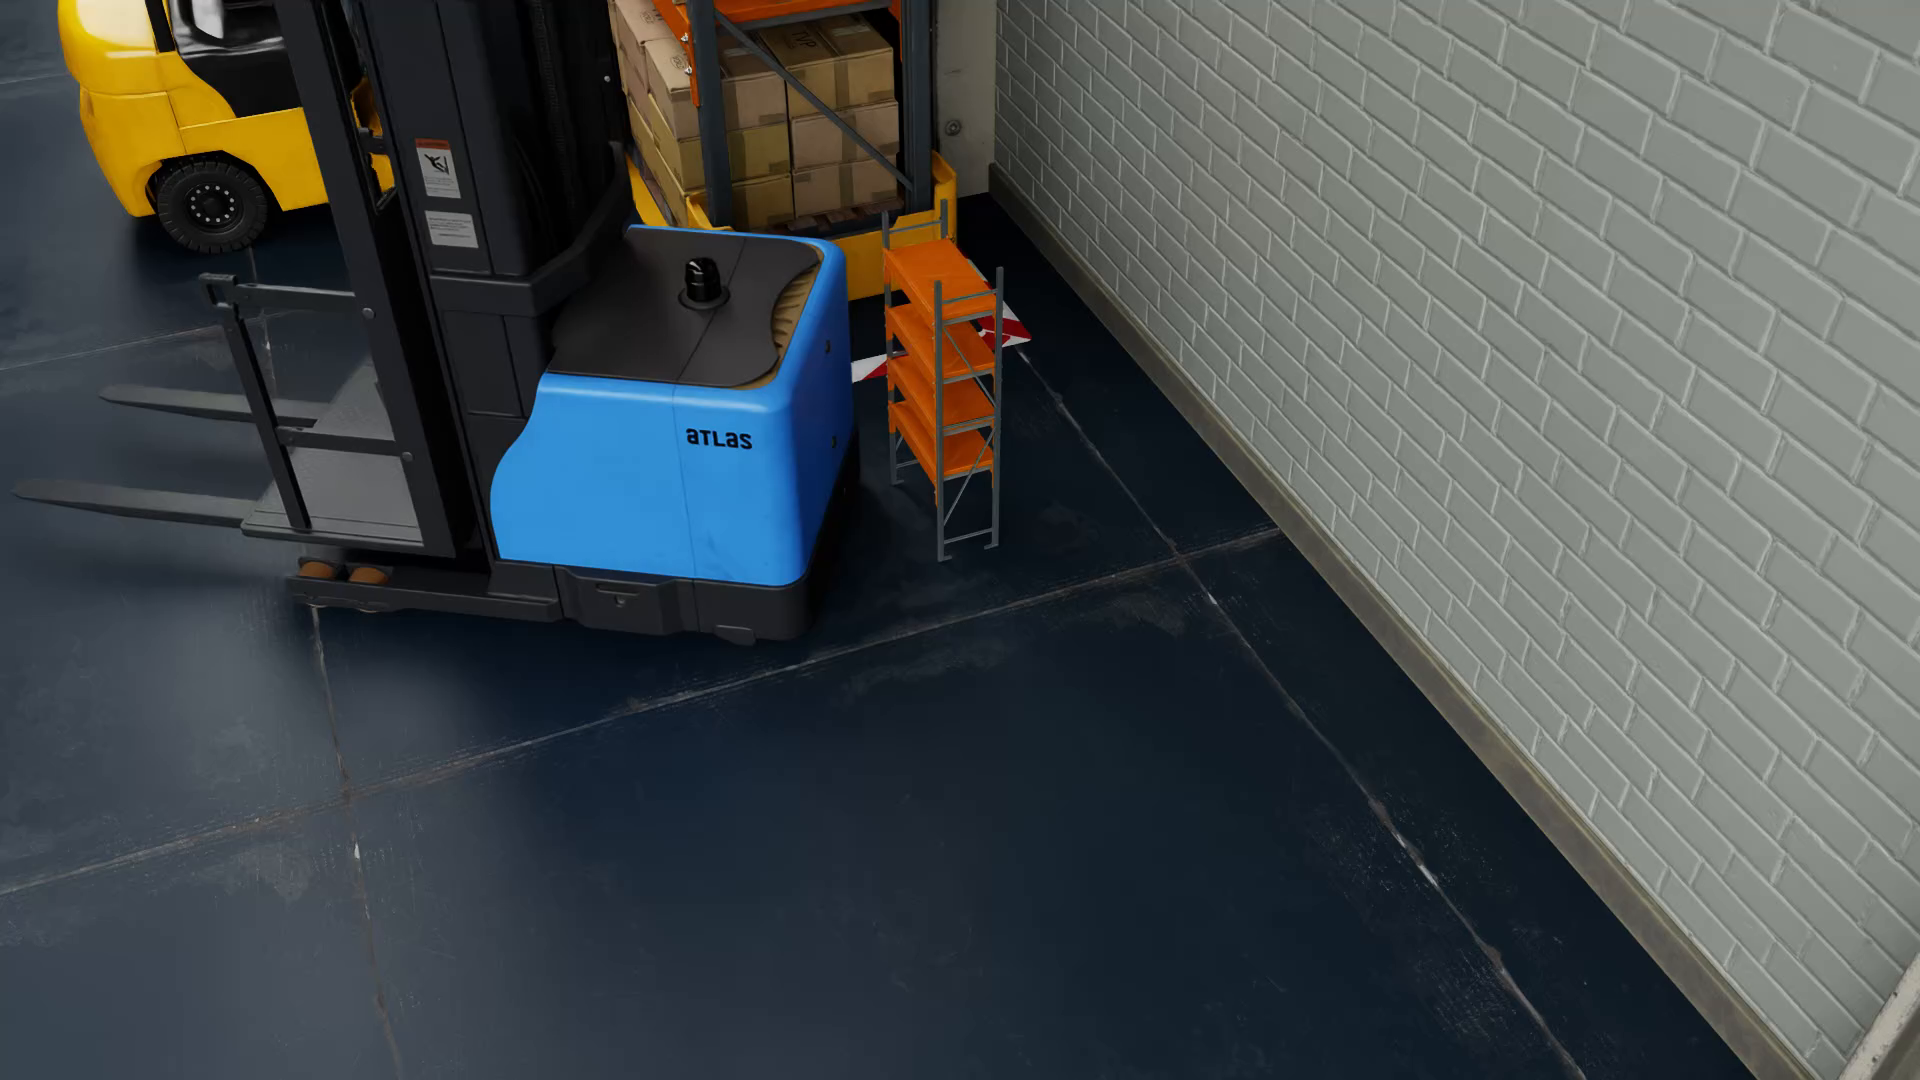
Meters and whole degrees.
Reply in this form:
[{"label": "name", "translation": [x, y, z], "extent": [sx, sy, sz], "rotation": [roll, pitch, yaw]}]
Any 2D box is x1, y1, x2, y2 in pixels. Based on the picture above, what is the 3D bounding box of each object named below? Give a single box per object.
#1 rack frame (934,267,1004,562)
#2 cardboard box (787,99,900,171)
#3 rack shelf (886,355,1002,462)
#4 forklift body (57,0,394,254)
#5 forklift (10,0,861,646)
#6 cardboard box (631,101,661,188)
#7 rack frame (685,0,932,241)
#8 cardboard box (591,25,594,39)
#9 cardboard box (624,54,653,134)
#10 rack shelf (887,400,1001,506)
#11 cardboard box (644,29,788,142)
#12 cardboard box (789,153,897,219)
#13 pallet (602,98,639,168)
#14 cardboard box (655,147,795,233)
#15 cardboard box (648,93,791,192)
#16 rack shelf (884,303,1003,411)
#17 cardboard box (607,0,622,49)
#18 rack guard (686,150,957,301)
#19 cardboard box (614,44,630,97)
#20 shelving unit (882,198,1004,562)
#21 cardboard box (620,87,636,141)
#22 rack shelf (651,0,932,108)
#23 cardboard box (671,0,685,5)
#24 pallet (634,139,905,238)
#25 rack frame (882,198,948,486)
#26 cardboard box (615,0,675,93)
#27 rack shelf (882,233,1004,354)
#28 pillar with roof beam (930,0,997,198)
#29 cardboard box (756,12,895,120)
[{"label": "rack frame", "translation": [0.030, -0.408, 5.804], "extent": [0.240, 1.200, 0.015], "rotation": [-15, 43, -17]}, {"label": "cardboard box", "translation": [-0.597, -1.957, 7.628], "extent": [0.500, 0.250, 0.500], "rotation": [-14, 43, -16]}, {"label": "rack shelf", "translation": [-0.063, -0.504, 6.019], "extent": [0.258, 0.148, 0.480], "rotation": [-15, 43, -17]}, {"label": "forklift body", "translation": [-3.020, -2.681, 7.718], "extent": [2.313, 2.155, 1.214], "rotation": [-15, 43, -17]}, {"label": "forklift", "translation": [-1.947, -1.185, 5.380], "extent": [3.031, 2.935, 1.130], "rotation": [6, 41, 6]}, {"label": "cardboard box", "translation": [-1.262, -1.938, 7.990], "extent": [0.500, 0.250, 0.500], "rotation": [-15, 43, -17]}, {"label": "rack frame", "translation": [-0.609, -2.315, 6.642], "extent": [1.000, 3.000, 0.127], "rotation": [-15, 43, -17]}, {"label": "cardboard box", "translation": [-1.671, -2.750, 8.550], "extent": [0.500, 0.250, 0.500], "rotation": [-15, 43, -17]}, {"label": "cardboard box", "translation": [-1.266, -2.142, 7.843], "extent": [0.500, 0.250, 0.500], "rotation": [-16, 43, -17]}, {"label": "rack shelf", "translation": [-0.063, -0.353, 6.148], "extent": [0.258, 0.148, 0.480], "rotation": [-15, 43, -17]}, {"label": "cardboard box", "translation": [-1.073, -2.011, 7.308], "extent": [0.500, 0.250, 0.500], "rotation": [-14, 43, -15]}, {"label": "cardboard box", "translation": [-0.616, -1.777, 7.802], "extent": [0.500, 0.250, 0.500], "rotation": [-15, 43, -17]}, {"label": "pallet", "translation": [-1.403, -2.442, 8.928], "extent": [1.003, 0.211, 1.213], "rotation": [-15, 43, -17]}, {"label": "cardboard box", "translation": [-1.081, -1.636, 7.639], "extent": [0.500, 0.250, 0.500], "rotation": [-15, 43, -17]}, {"label": "cardboard box", "translation": [-1.084, -1.837, 7.489], "extent": [0.500, 0.250, 0.500], "rotation": [-16, 43, -17]}, {"label": "rack shelf", "translation": [-0.063, -0.673, 5.873], "extent": [0.258, 0.148, 0.480], "rotation": [-15, 43, -17]}, {"label": "cardboard box", "translation": [-1.476, -2.618, 8.014], "extent": [0.500, 0.250, 0.500], "rotation": [-15, 43, -16]}, {"label": "rack guard", "translation": [-0.600, -1.353, 7.440], "extent": [1.175, 0.500, 0.348], "rotation": [-15, 43, -17]}, {"label": "cardboard box", "translation": [-1.483, -2.447, 8.199], "extent": [0.500, 0.250, 0.500], "rotation": [-16, 43, -18]}, {"label": "shelving unit", "translation": [-0.063, -0.555, 5.975], "extent": [0.258, 1.200, 0.503], "rotation": [-15, 43, -17]}, {"label": "cardboard box", "translation": [-1.445, -2.242, 8.343], "extent": [0.500, 0.250, 0.500], "rotation": [-15, 43, -16]}, {"label": "rack shelf", "translation": [-1.374, -3.247, 8.277], "extent": [1.077, 0.370, 4.000], "rotation": [-15, 43, -17]}, {"label": "cardboard box", "translation": [-1.040, -2.584, 6.878], "extent": [0.500, 0.500, 0.500], "rotation": [-16, 43, -18]}, {"label": "pallet", "translation": [-0.940, -1.708, 8.075], "extent": [1.003, 0.211, 1.213], "rotation": [-15, 43, -17]}, {"label": "rack frame", "translation": [-0.157, -0.702, 6.146], "extent": [0.240, 1.200, 0.015], "rotation": [-15, 43, -17]}, {"label": "cardboard box", "translation": [-1.274, -2.317, 7.664], "extent": [0.500, 0.250, 0.500], "rotation": [-14, 43, -16]}, {"label": "rack shelf", "translation": [-0.063, -0.853, 5.719], "extent": [0.258, 0.148, 0.480], "rotation": [-15, 43, -17]}, {"label": "pillar with roof beam", "translation": [-4.020, -4.160, 4.186], "extent": [9.100, 9.000, 0.400], "rotation": [-15, 43, -17]}, {"label": "cardboard box", "translation": [-0.618, -2.148, 7.467], "extent": [0.500, 0.250, 0.500], "rotation": [-16, 43, -18]}]
